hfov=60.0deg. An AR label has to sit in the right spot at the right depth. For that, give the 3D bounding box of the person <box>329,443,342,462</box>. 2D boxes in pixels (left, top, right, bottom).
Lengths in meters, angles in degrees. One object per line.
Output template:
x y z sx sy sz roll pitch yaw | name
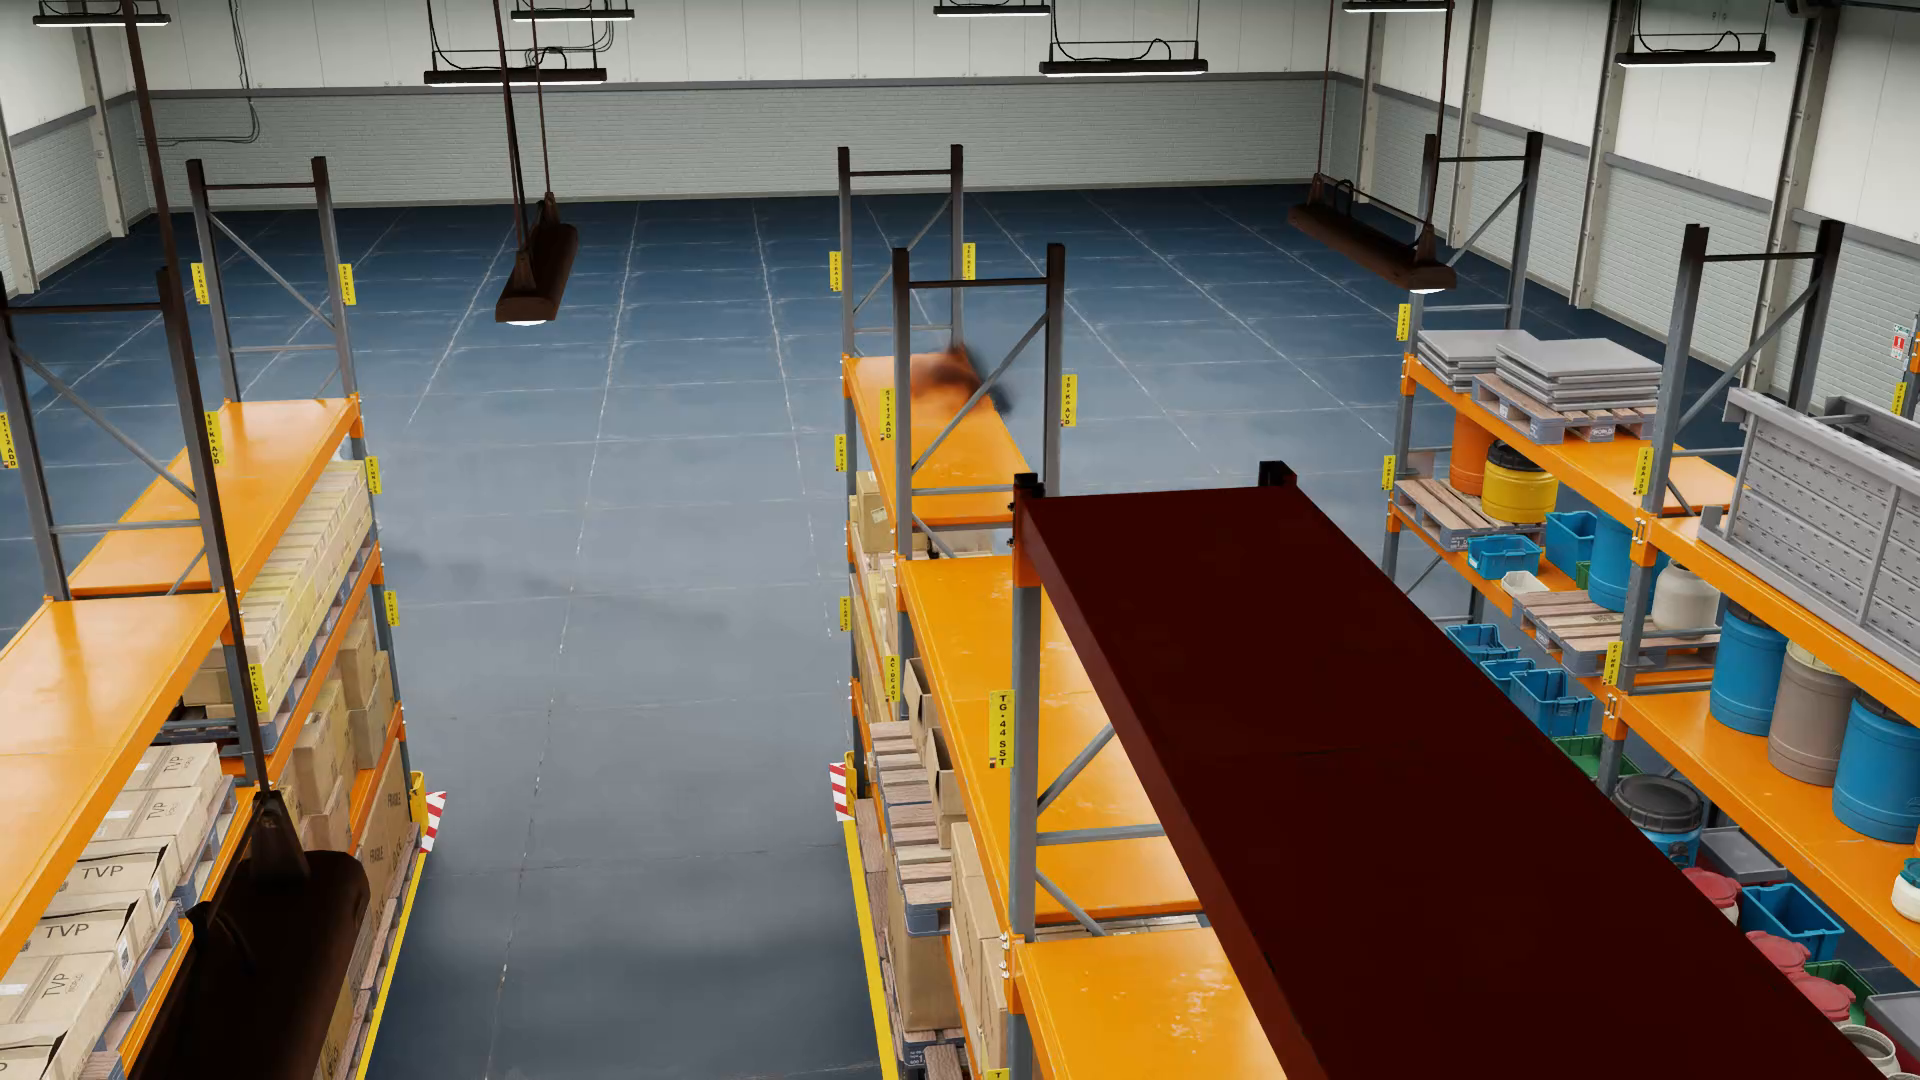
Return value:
-8.132 -0.822 21.332 0.711 1.814 0.637 8 23 19 | person
